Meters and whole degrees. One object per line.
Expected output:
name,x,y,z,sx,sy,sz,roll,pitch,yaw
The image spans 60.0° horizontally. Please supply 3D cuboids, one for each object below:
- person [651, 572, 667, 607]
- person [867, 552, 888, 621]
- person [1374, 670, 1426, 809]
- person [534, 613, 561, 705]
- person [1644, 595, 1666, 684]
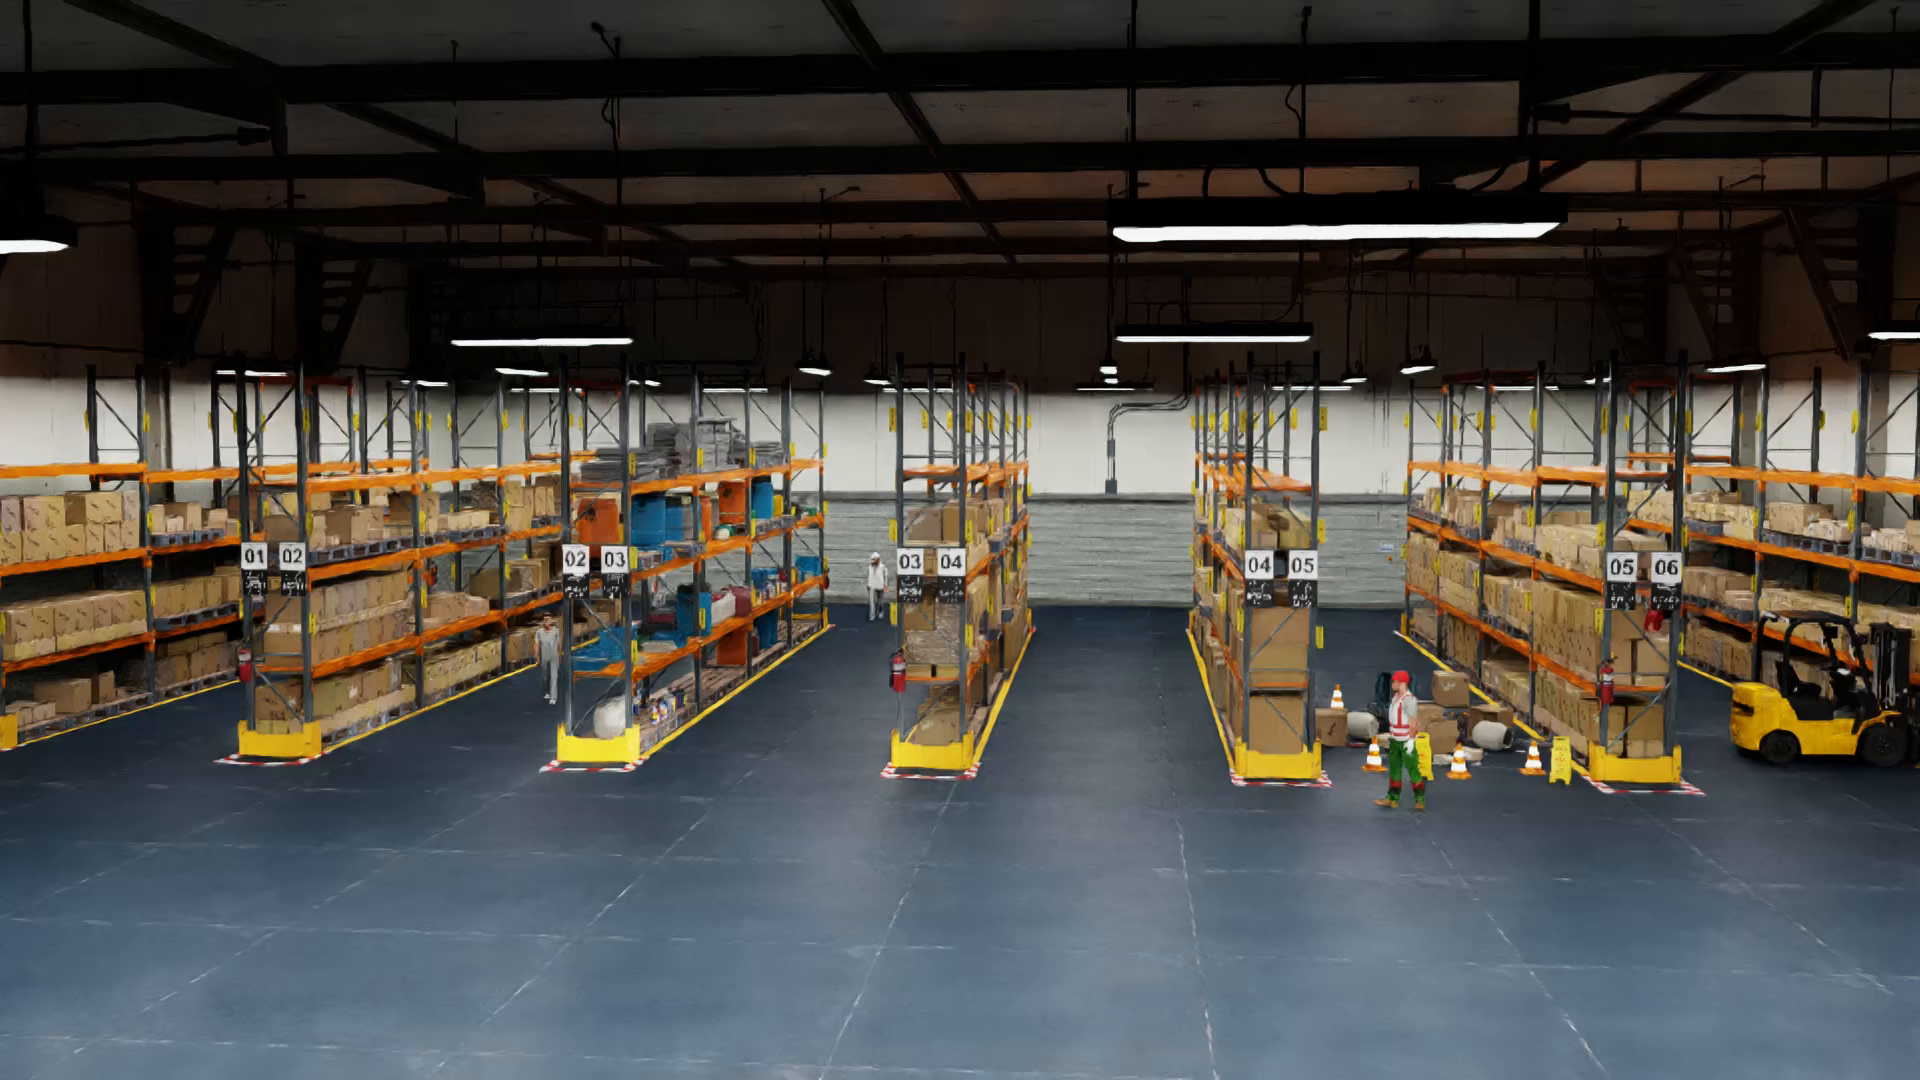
person,-7.159,1.275,39.571,0.388,1.792,0.668,0,4,6
person,-2.082,1.165,41.915,0.553,1.725,1.030,0,4,4
person,5.738,2.583,21.551,0.544,1.792,0.666,-1,4,-13
person,-7.323,2.088,29.531,0.444,1.604,1.016,0,4,-2
person,13.150,1.884,31.632,0.591,1.712,0.669,2,5,30
